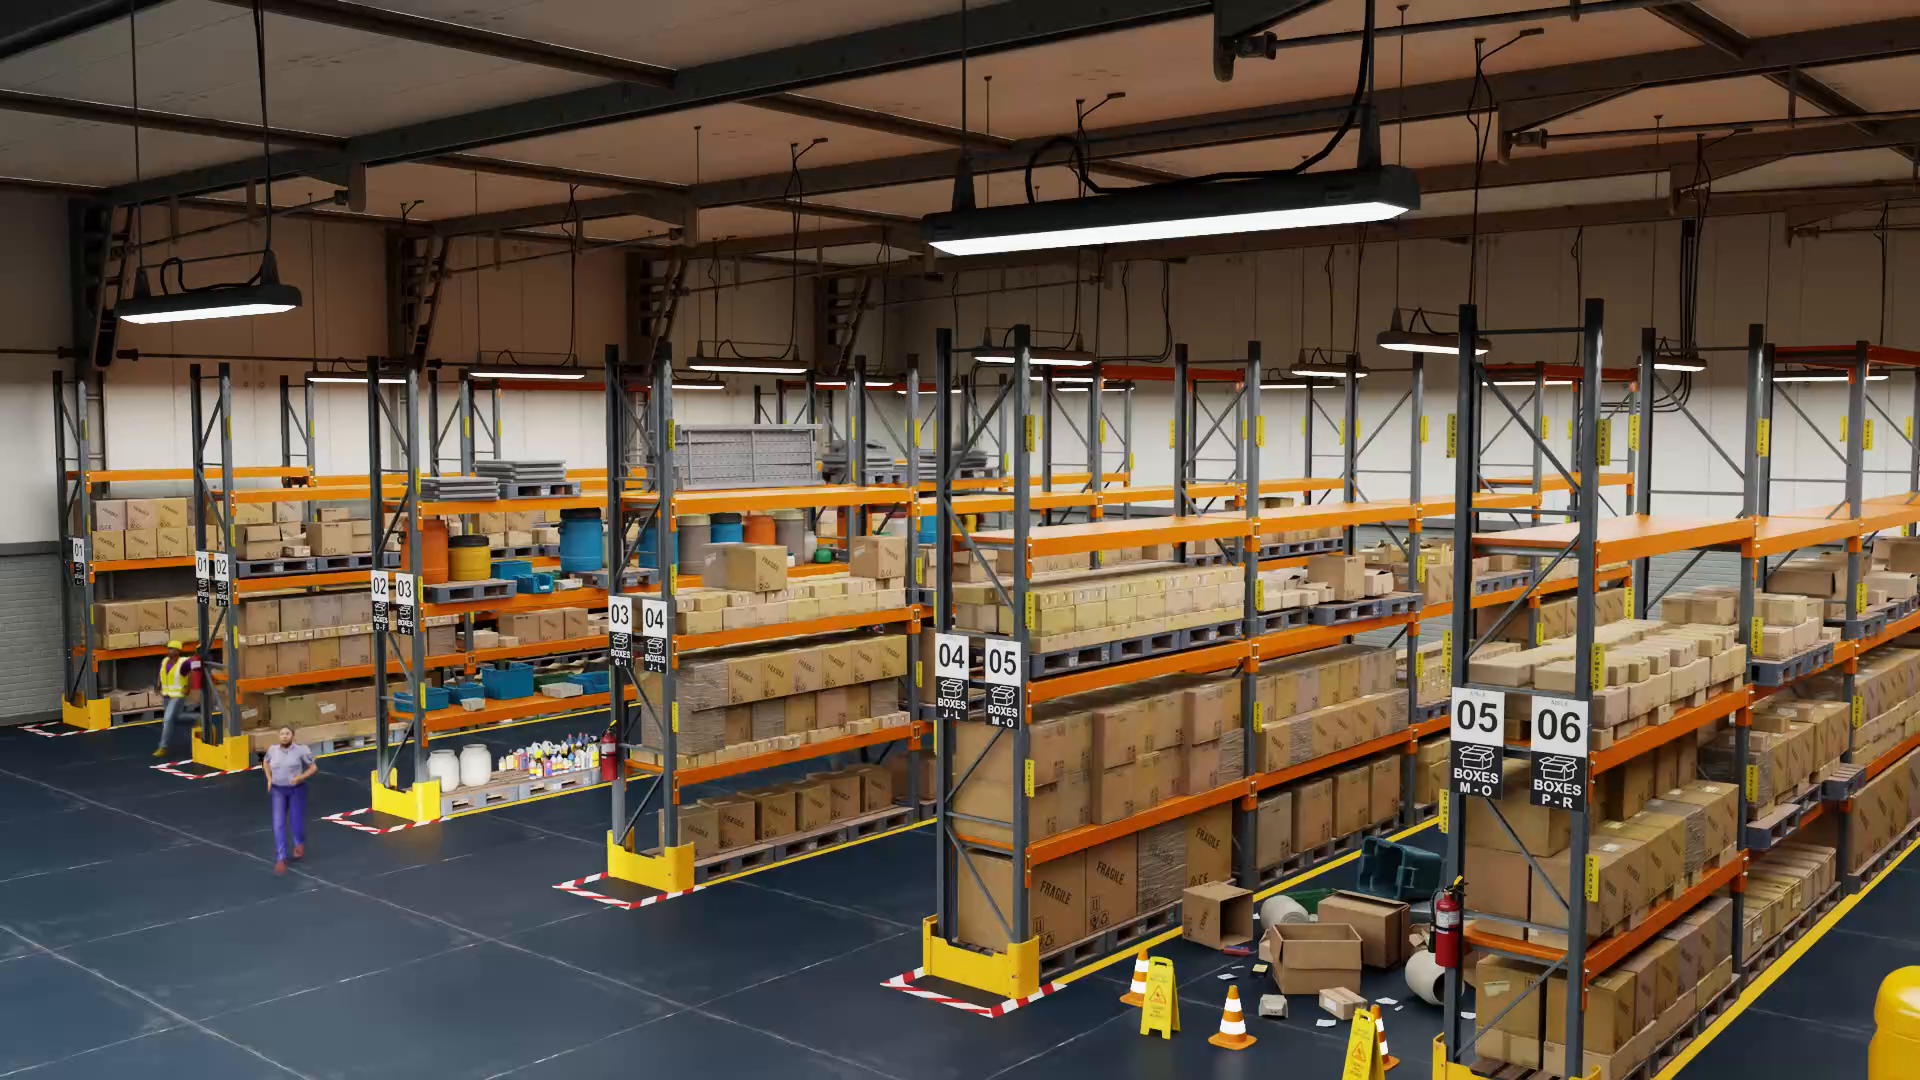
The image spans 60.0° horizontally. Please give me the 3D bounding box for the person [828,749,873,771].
[{"bbox_3d":[-1.612,2.630,23.626,0.588,1.654,0.806,4,5,41],"label":"person"}]

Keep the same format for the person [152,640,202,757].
[{"bbox_3d":[-12.251,2.438,25.989,0.672,1.757,1.089,2,4,23],"label":"person"}]

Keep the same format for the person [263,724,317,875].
[{"bbox_3d":[-7.764,2.957,19.279,0.605,1.675,0.861,-1,4,-15],"label":"person"}]
